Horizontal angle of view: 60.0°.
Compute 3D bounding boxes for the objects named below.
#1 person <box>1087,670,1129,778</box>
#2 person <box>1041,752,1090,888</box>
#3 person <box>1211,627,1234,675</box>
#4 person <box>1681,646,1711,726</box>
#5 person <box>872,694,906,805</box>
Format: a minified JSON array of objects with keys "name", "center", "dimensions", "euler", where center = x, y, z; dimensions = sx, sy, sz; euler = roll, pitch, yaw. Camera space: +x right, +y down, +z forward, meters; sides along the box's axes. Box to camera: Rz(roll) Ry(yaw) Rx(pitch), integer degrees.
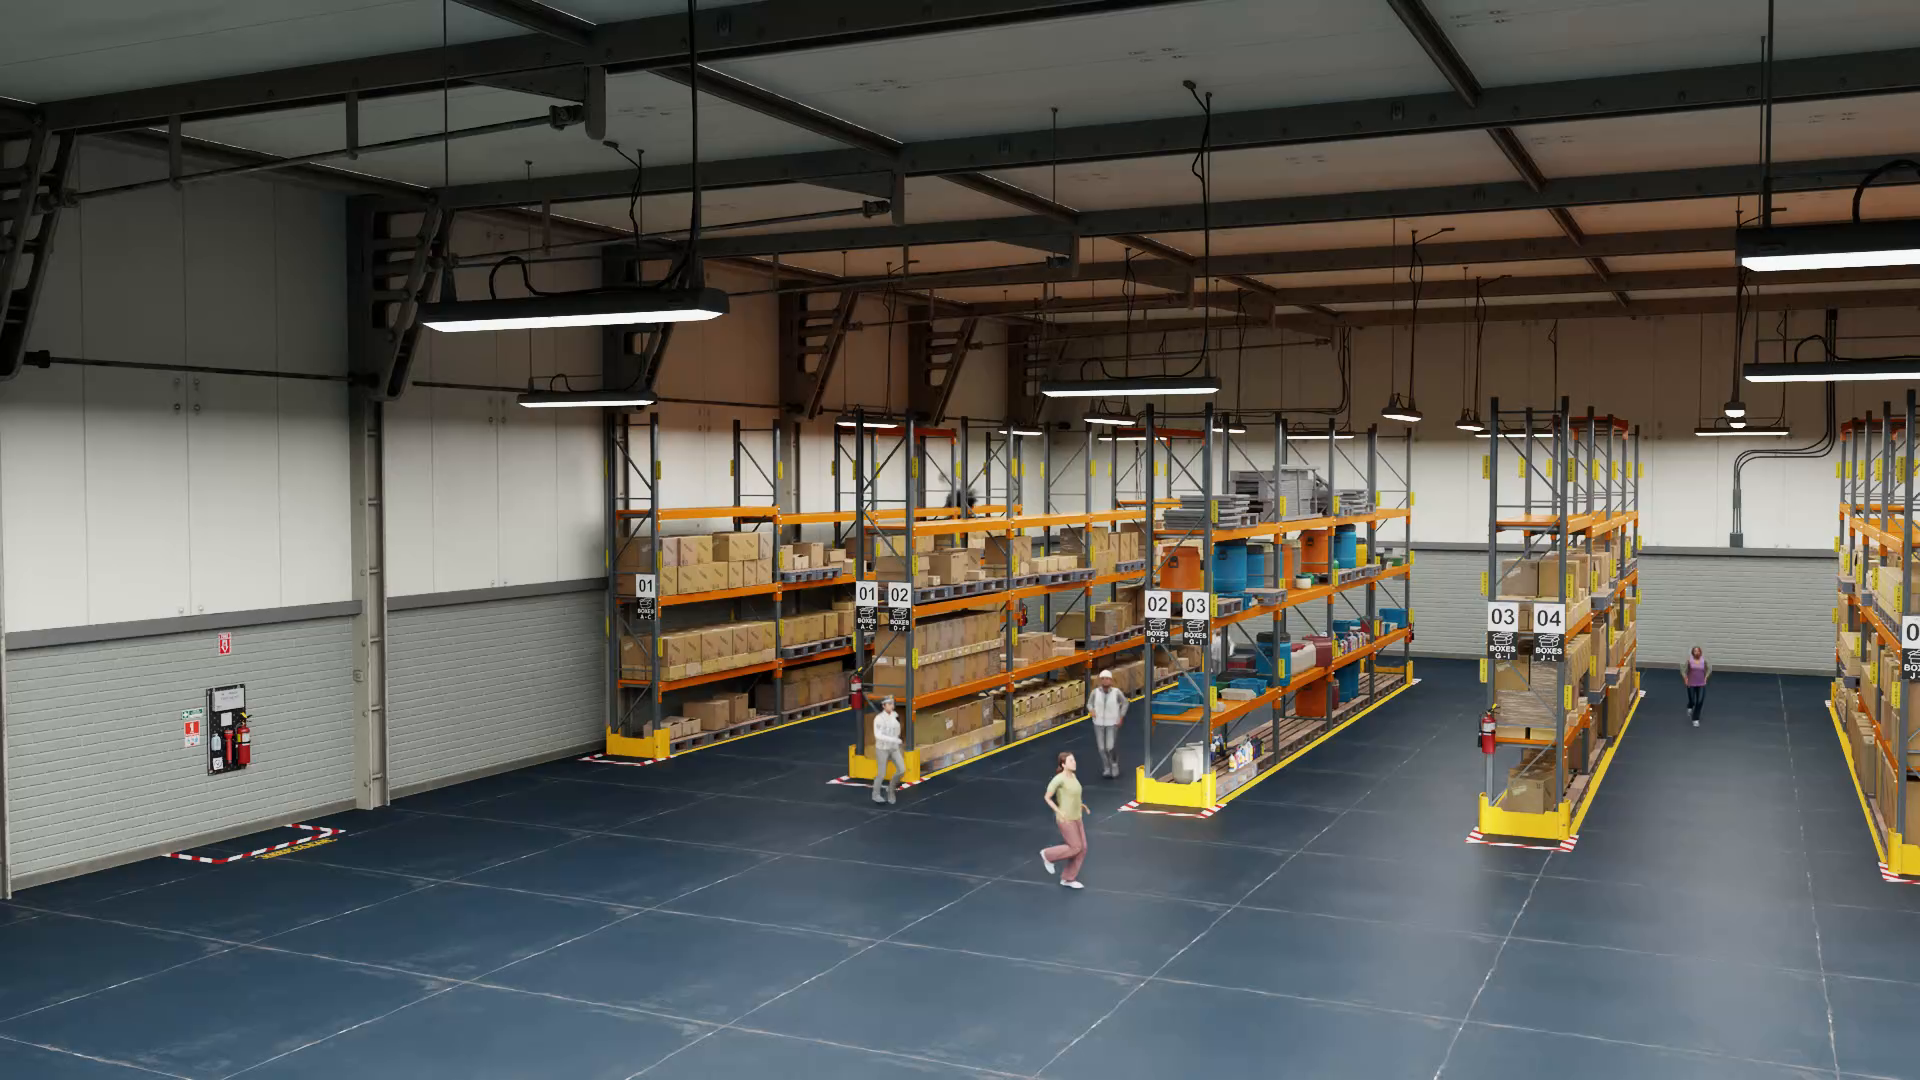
[{"name":"person","center":[2.364,2.987,26.991],"dimensions":[0.654,1.749,0.635],"euler":[1,3,18]},{"name":"person","center":[1.268,3.358,20.008],"dimensions":[0.565,1.613,0.581],"euler":[2,3,39]},{"name":"person","center":[5.608,2.621,36.041],"dimensions":[0.599,1.712,0.892],"euler":[1,3,18]},{"name":"person","center":[14.458,2.858,32.658],"dimensions":[0.537,1.561,0.546],"euler":[1,2,16]},{"name":"person","center":[-1.053,3.117,24.753],"dimensions":[0.578,1.671,0.739],"euler":[-2,3,-38]}]
